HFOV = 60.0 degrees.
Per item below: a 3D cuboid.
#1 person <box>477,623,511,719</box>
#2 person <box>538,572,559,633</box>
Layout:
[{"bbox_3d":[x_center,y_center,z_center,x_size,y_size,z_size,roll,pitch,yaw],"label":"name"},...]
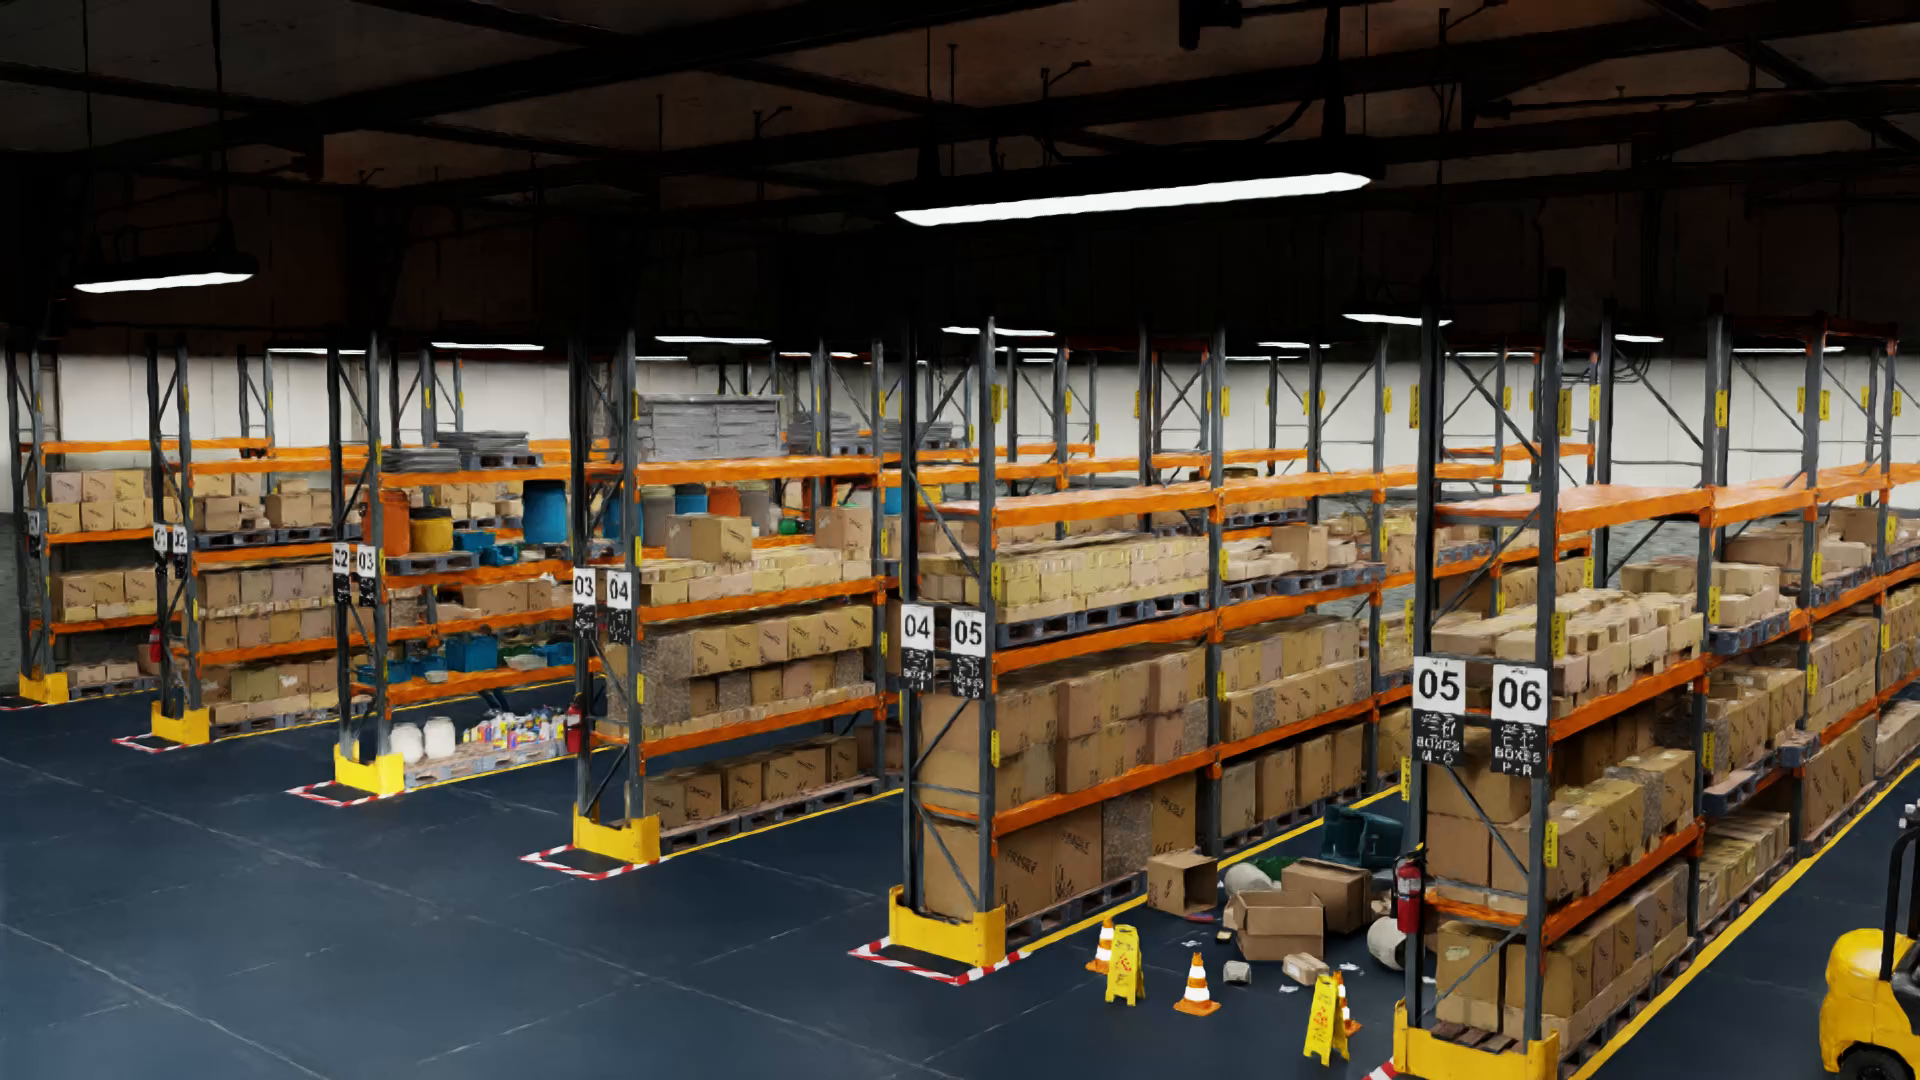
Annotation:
[{"bbox_3d":[-7.345,2.054,26.136,0.566,1.541,0.519,4,6,37],"label":"person"},{"bbox_3d":[-8.416,1.246,34.073,0.364,1.682,0.582,2,5,18],"label":"person"}]
